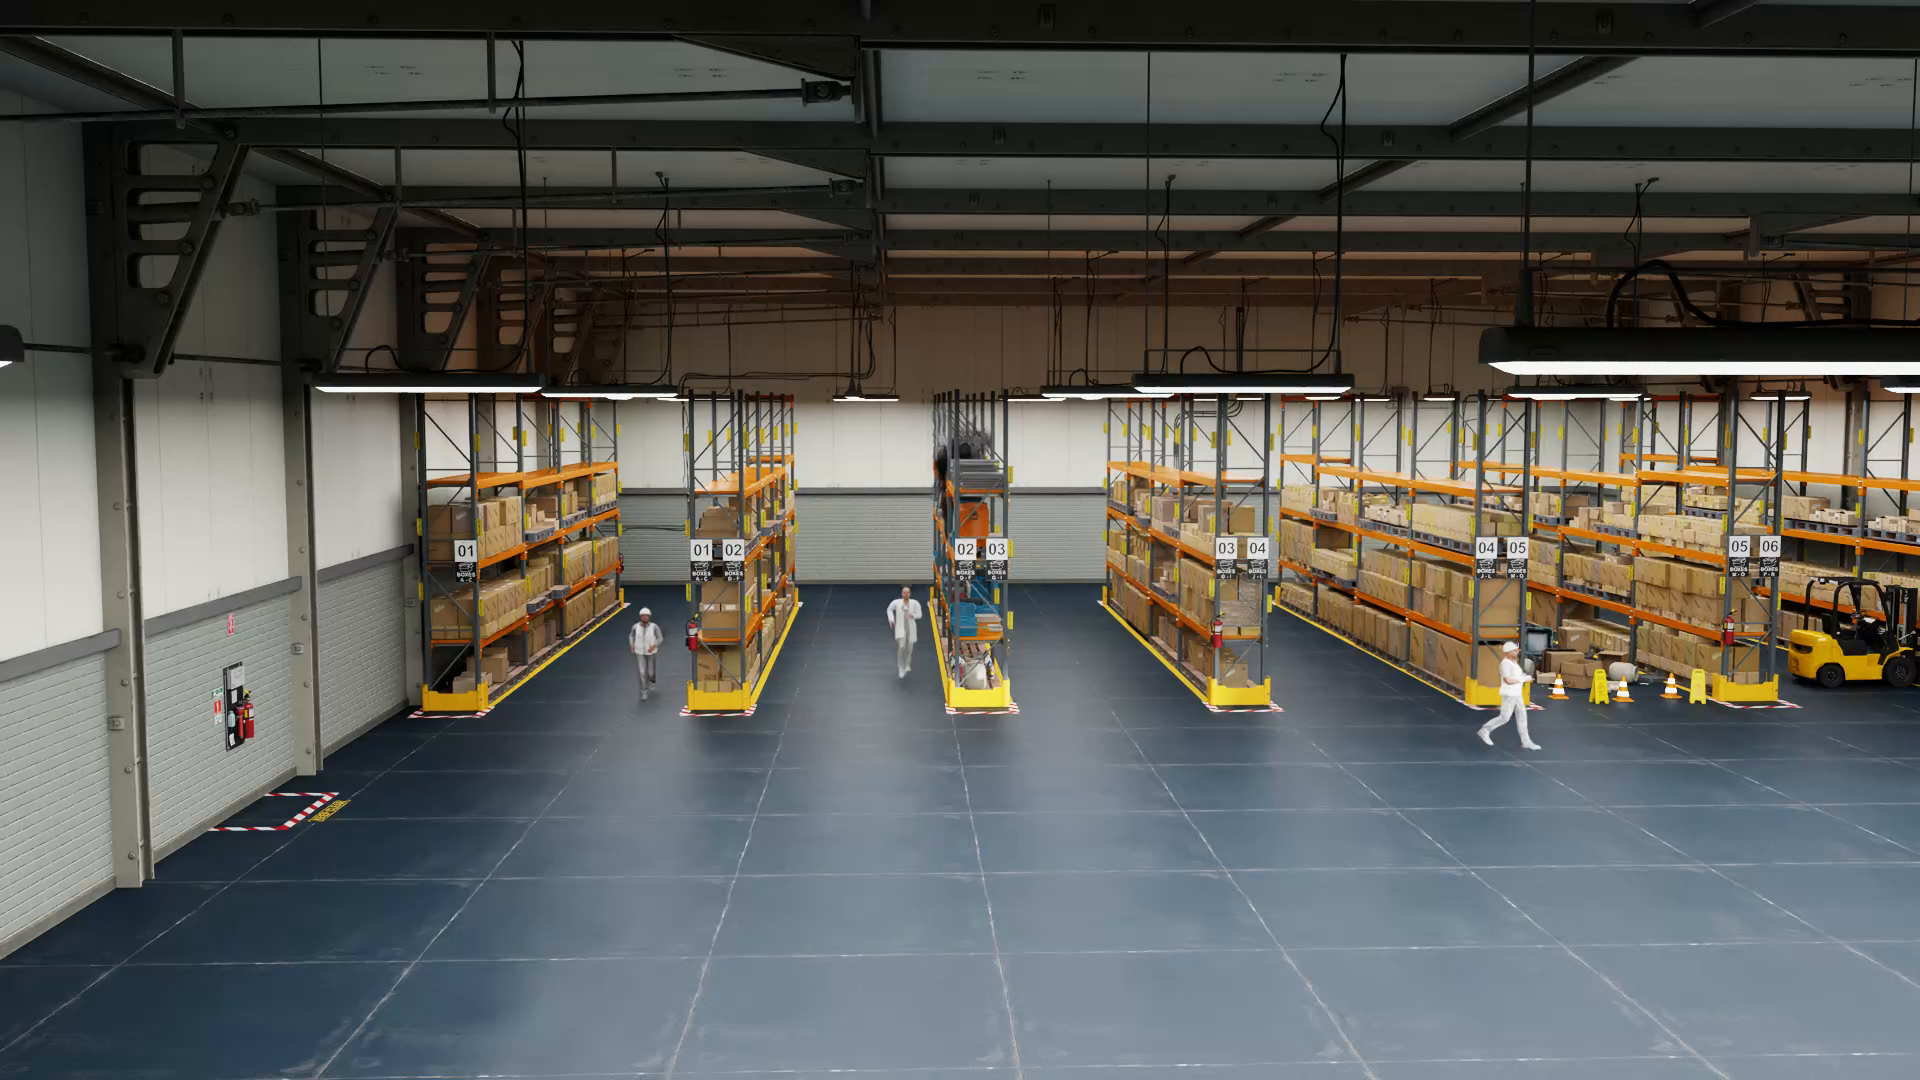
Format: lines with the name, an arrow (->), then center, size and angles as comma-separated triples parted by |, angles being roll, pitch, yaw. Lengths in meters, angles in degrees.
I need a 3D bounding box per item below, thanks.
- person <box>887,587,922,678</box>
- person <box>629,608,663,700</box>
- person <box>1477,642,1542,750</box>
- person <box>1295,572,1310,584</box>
person -> -1.115, 1.881, 34.055 | 0.670, 1.834, 0.809 | -1, 5, -11
person -> -6.133, 2.196, 32.451 | 0.679, 1.754, 0.770 | 0, 5, -3
person -> 9.101, 2.562, 27.482 | 1.002, 1.760, 0.693 | 3, 6, 33
person -> 10.117, 0.909, 49.023 | 0.877, 1.629, 0.658 | 4, 6, 40
